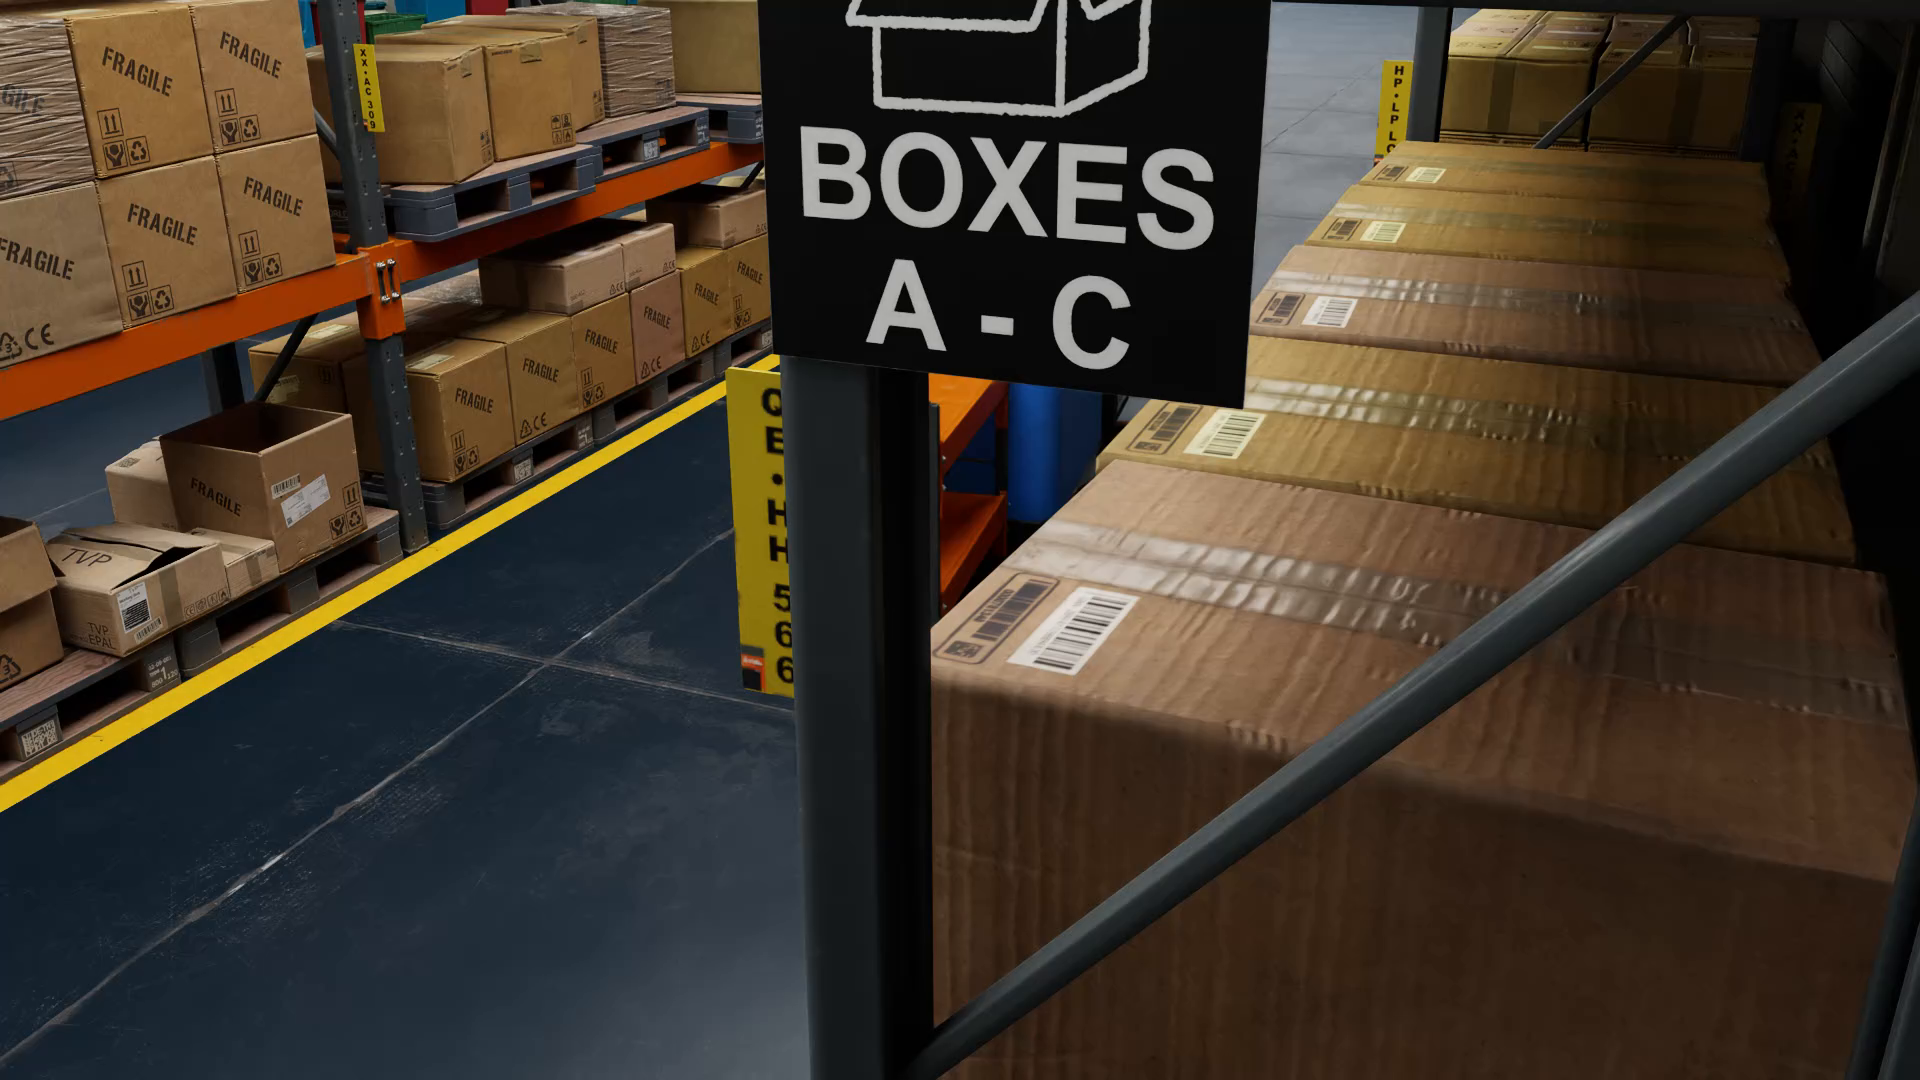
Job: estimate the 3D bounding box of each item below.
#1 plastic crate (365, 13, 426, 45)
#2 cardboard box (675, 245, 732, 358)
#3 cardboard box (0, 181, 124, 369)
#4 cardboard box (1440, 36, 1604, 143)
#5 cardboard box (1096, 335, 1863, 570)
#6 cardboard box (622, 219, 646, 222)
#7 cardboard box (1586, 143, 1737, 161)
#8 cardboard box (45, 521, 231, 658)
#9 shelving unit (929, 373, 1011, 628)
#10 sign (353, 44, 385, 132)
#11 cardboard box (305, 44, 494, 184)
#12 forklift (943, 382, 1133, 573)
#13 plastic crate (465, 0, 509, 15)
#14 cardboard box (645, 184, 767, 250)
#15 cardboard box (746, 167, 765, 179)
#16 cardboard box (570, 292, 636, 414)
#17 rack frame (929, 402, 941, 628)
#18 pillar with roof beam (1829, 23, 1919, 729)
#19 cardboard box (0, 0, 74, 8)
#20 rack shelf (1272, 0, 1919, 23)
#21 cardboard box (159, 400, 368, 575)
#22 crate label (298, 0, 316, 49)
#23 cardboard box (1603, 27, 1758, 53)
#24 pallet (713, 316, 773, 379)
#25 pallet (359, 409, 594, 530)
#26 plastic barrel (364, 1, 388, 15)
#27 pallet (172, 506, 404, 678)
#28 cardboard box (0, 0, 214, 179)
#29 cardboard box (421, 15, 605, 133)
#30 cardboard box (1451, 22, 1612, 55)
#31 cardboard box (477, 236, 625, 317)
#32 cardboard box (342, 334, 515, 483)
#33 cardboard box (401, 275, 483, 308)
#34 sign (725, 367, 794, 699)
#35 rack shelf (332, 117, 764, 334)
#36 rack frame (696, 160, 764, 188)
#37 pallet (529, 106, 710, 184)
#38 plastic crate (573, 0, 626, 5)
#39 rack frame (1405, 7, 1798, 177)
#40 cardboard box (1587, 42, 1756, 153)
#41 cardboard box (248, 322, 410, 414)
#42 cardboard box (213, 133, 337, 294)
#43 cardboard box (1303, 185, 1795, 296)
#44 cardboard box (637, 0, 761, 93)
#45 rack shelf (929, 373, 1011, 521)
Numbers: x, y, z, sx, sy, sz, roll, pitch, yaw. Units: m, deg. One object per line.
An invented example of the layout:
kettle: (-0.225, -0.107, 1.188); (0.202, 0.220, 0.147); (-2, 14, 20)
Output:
plastic crate: (-4.792, -4.224, 13.745); (0.450, 0.188, 0.662); (9, 24, 20)
cardboard box: (-1.617, -1.339, 9.237); (0.500, 0.500, 0.500); (8, 24, 18)
cardboard box: (-3.107, -0.873, 5.319); (0.500, 0.500, 0.500); (9, 24, 21)
cardboard box: (1.756, -1.446, 5.306); (0.500, 0.250, 0.500); (9, 24, 21)
cardboard box: (0.774, 0.143, 2.626); (0.980, 0.700, 0.700); (9, 24, 20)
cardboard box: (-1.919, -1.583, 9.819); (0.500, 0.500, 0.500); (8, 24, 18)
cardboard box: (2.225, -1.025, 5.270); (0.500, 0.500, 0.500); (8, 24, 18)
cardboard box: (-3.008, 0.139, 5.943); (0.500, 0.311, 0.500); (9, 24, 20)
shelving unit: (-0.186, -0.132, 6.107); (0.538, 1.125, 1.048); (6, 23, 13)
sign: (-2.274, -1.736, 6.392); (0.100, 0.325, 0.005); (9, 24, 20)
cardboard box: (-2.397, -1.789, 6.967); (0.700, 0.500, 0.500); (1, 23, 2)
forklift: (0.256, -1.739, 7.610); (1.130, 2.935, 3.031); (6, 23, 13)
plastic crate: (-4.303, -4.797, 14.761); (0.402, 0.464, 0.583); (9, 24, 20)
cardboard box: (-1.441, -1.850, 9.486); (0.500, 0.250, 0.500); (10, 25, 22)
cardboard box: (-1.142, -2.436, 11.486); (0.500, 0.311, 0.500); (8, 24, 19)
cardboard box: (-1.994, -0.970, 8.352); (0.500, 0.500, 0.500); (9, 24, 21)
rack frame: (-0.311, 0.058, 5.652); (0.500, 1.125, 0.032); (6, 23, 13)
pillar with roof beam: (-1.634, -3.714, 4.466); (9.100, 9.000, 0.400); (9, 24, 20)
cardboard box: (-3.408, -1.606, 5.776); (0.500, 0.500, 0.500); (8, 24, 18)
rack shelf: (1.077, -1.040, 2.890); (1.077, 0.370, 4.000); (9, 24, 20)
cardboard box: (-2.729, -0.217, 6.550); (0.500, 0.500, 0.500); (9, 24, 20)
crate label: (-5.272, -3.887, 12.617); (0.502, 0.435, 0.616); (9, 24, 20)
cardboard box: (2.421, -1.558, 5.573); (0.500, 0.250, 0.500); (9, 24, 21)
pallet: (-1.607, -1.295, 10.076); (1.003, 0.211, 1.213); (9, 24, 20)
pallet: (-2.514, -0.421, 7.985); (1.003, 0.211, 1.213); (9, 24, 20)
plastic barrel: (-5.041, -4.470, 14.238); (0.301, 0.262, 0.301); (0, 23, 0)
pallet: (-3.037, 0.121, 6.687); (1.003, 0.211, 1.213); (9, 24, 20)
cardboard box: (-2.916, -1.517, 5.564); (0.500, 0.500, 0.500); (8, 24, 19)
cardboard box: (-2.182, -2.293, 8.172); (0.700, 0.500, 0.500); (3, 23, 7)
cardboard box: (1.955, -1.628, 5.741); (0.500, 0.250, 0.500); (9, 24, 21)
cardboard box: (-2.003, -1.303, 8.178); (0.500, 0.250, 0.500); (9, 24, 20)
cardboard box: (-2.375, -0.599, 7.466); (0.500, 0.500, 0.500); (8, 24, 18)
cardboard box: (-2.485, -1.034, 8.506); (0.500, 0.500, 0.500); (9, 24, 21)
sign: (-0.165, 0.001, 1.545); (0.100, 0.325, 0.005); (9, 24, 20)
rack shelf: (-2.038, -1.795, 8.590); (1.077, 0.370, 4.000); (9, 24, 20)
rack frame: (-1.295, -2.843, 10.165); (1.000, 3.000, 0.127); (9, 24, 20)
pallet: (-2.013, -2.058, 8.534); (1.003, 0.211, 1.213); (9, 24, 20)
plastic crate: (-3.640, -5.333, 16.400); (0.450, 0.188, 0.662); (9, 24, 20)
rack frame: (1.820, -0.704, 5.043); (1.000, 3.000, 0.127); (9, 24, 20)
cardboard box: (2.233, -1.370, 5.123); (0.500, 0.250, 0.500); (10, 25, 22)
cardboard box: (-2.864, -0.679, 7.656); (0.500, 0.500, 0.500); (9, 24, 20)
cardboard box: (-2.728, -1.242, 6.202); (0.500, 0.500, 0.500); (9, 24, 21)
cardboard box: (1.327, -0.390, 3.903); (0.980, 0.700, 0.700); (8, 24, 19)
cardboard box: (-1.424, -2.842, 9.486); (0.700, 0.500, 0.500); (1, 23, 2)
rack shelf: (-0.186, -0.402, 5.994); (0.538, 0.278, 1.000); (6, 23, 13)
